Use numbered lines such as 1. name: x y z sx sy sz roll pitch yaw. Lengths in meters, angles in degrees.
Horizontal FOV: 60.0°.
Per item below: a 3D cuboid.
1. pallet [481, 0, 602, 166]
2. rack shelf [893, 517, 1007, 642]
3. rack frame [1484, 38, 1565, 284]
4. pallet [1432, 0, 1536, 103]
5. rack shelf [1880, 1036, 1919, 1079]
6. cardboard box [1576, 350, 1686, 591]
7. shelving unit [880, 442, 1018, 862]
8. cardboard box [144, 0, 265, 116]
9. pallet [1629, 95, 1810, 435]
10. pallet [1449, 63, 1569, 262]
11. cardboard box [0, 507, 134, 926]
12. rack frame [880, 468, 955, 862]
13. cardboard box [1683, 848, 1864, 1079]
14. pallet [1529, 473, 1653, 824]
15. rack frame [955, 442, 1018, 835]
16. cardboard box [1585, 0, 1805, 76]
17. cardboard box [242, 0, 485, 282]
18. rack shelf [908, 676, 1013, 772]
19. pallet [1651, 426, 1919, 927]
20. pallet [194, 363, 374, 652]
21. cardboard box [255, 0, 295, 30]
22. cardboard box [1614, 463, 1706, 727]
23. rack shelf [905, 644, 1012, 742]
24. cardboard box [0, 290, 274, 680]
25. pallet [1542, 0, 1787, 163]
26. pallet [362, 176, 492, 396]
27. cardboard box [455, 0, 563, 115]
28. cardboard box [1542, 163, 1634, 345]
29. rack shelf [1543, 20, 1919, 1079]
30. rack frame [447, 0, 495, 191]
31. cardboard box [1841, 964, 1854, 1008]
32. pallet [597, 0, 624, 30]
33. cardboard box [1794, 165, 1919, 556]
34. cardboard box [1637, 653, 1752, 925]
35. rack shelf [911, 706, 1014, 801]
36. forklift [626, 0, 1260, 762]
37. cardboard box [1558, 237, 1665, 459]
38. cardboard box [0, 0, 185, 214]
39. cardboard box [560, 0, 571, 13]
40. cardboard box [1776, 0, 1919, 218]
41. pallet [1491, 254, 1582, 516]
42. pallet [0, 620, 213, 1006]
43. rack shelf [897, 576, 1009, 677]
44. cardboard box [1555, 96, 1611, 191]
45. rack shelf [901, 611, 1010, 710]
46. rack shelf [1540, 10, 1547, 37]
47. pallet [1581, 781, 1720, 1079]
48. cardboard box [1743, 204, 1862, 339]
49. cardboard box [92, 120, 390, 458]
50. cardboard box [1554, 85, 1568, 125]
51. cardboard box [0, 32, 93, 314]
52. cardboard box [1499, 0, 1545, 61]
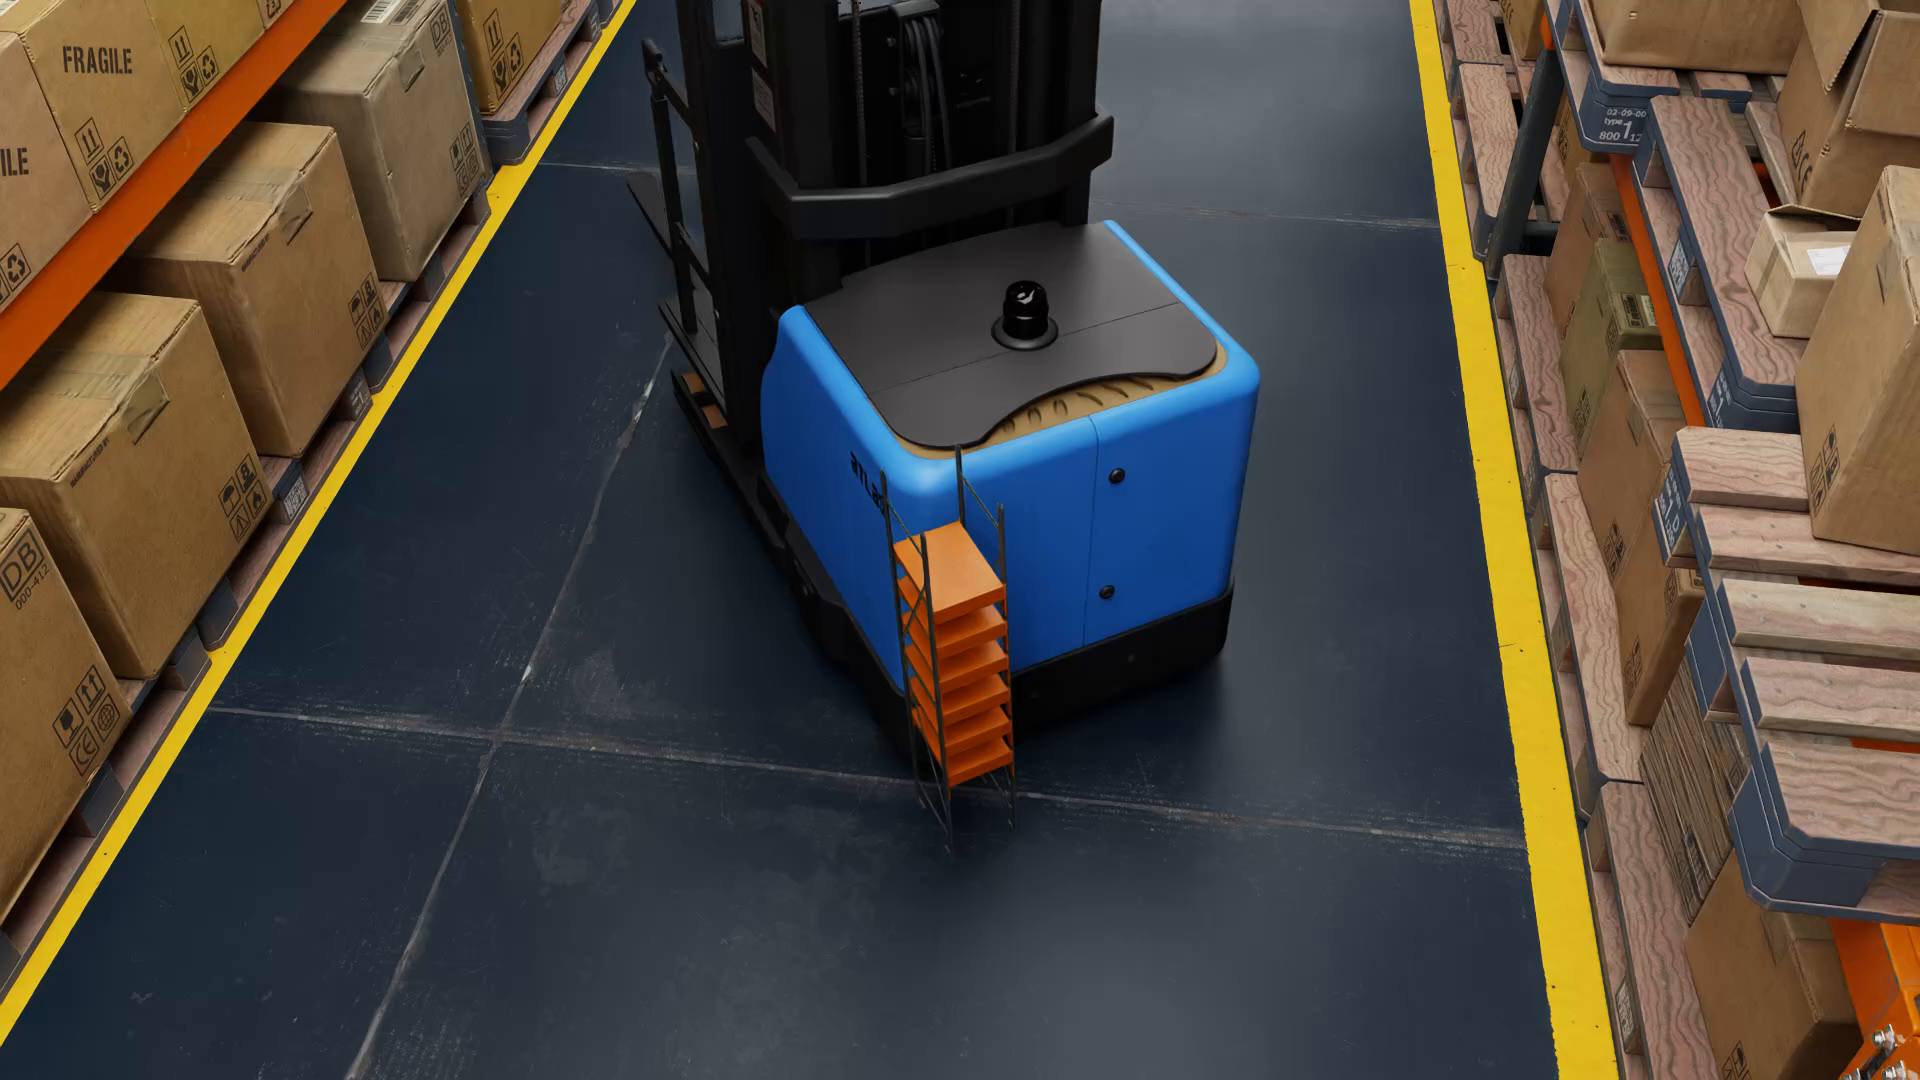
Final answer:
1. pallet: -2.232 -2.076 7.289 1.003 0.211 1.213 5 44 6
2. rack shelf: -0.028 0.089 3.819 0.180 0.103 0.258 -20 47 -15
3. rack frame: 2.493 -2.058 5.241 1.000 3.000 0.127 5 44 6
4. pallet: 2.705 -2.340 7.568 1.003 0.211 1.213 5 44 6
5. rack shelf: 1.699 2.293 1.170 1.077 0.370 4.000 5 44 6
6. cardboard box: 2.235 -0.188 4.765 0.700 0.500 0.500 2 43 2
7. shelving unit: -0.012 0.312 4.041 0.189 1.200 0.258 -20 47 -15
8. cardboard box: -2.348 -1.545 4.627 0.500 0.500 0.500 6 44 6
9. pallet: 2.185 -0.615 3.857 1.003 0.211 1.213 5 44 6
10. pallet: 2.546 -1.506 6.687 1.003 0.211 1.213 5 44 6
11. cardboard box: -2.770 0.406 3.970 1.050 0.750 0.750 5 44 5
12. rack frame: -0.095 0.342 4.016 0.006 1.200 0.240 -20 47 -15
13. cardboard box: 2.033 0.958 3.555 0.700 0.500 0.500 3 44 3
14. pallet: 2.232 0.320 4.759 1.003 0.211 1.213 5 44 6
15. rack frame: 0.071 0.282 4.065 0.006 1.200 0.240 -20 47 -15
16. cardboard box: 2.249 -1.899 4.332 1.000 1.000 1.000 6 44 6
17. cardboard box: -2.403 -1.482 5.964 1.050 0.750 0.750 5 44 5
18. rack shelf: -0.004 0.429 4.157 0.180 0.103 0.258 -20 47 -15
19. pallet: 1.952 0.243 2.951 1.213 0.211 1.003 5 44 6
20. pallet: -2.597 -0.198 5.306 1.003 0.211 1.213 5 44 6
21. cardboard box: -2.281 -1.889 4.991 0.500 0.500 0.500 5 44 5
22. cardboard box: 2.161 0.192 4.364 0.700 0.500 0.500 9 44 9
23. rack shelf: -0.010 0.344 4.072 0.180 0.103 0.258 -20 47 -15
24. cardboard box: -2.657 -0.190 4.600 1.050 0.750 0.750 6 44 6
25. pallet: 2.247 -1.480 4.771 1.003 0.211 1.213 5 44 6
26. pallet: -2.438 -1.032 6.186 1.003 0.211 1.213 5 44 6
27. cardboard box: -2.258 -2.381 6.822 0.875 0.875 0.875 6 44 6
28. cardboard box: 2.390 -0.893 5.510 0.700 0.500 0.500 2 43 2
29. rack shelf: 2.228 -0.433 4.049 1.077 0.370 4.000 5 44 6
30. rack frame: -2.410 -2.577 5.790 1.000 3.000 0.127 5 44 6
31. cardboard box: 2.023 0.685 3.298 0.500 0.250 0.500 7 44 7
32. pallet: -2.074 -2.910 8.169 1.003 0.211 1.213 5 44 6
33. cardboard box: 1.970 -0.281 2.987 0.700 0.500 0.500 11 45 12
34. cardboard box: 2.093 0.579 3.955 0.700 0.500 0.500 2 43 2
35. rack shelf: 0.002 0.514 4.241 0.180 0.103 0.258 -20 47 -15
36. forklift: -0.324 -1.479 4.680 1.130 2.935 3.031 -18 46 -19
37. cardboard box: 2.308 -0.570 5.168 0.700 0.500 0.500 5 44 5
38. cardboard box: -2.413 -1.199 4.262 0.500 0.500 0.500 5 44 5
39. cardboard box: -2.143 -2.995 7.472 0.875 0.875 0.875 6 44 6
40. cardboard box: 2.355 -1.058 3.805 0.797 0.503 0.637 9 44 10
41. pallet: 2.391 -0.514 5.640 1.003 0.211 1.213 5 44 6
42. pallet: -2.760 0.631 4.430 1.003 0.211 1.213 5 44 6
43. rack shelf: -0.022 0.174 3.903 0.180 0.103 0.258 -20 47 -15
44. cardboard box: 2.585 -1.571 6.241 0.500 0.500 0.500 4 44 4
45. rack shelf: -0.016 0.259 3.988 0.180 0.103 0.258 -20 47 -15
46. rack shelf: 2.757 -3.159 6.928 1.077 0.370 4.000 5 44 6
47. pallet: 2.069 1.149 3.883 1.003 0.211 1.213 5 44 6
48. cardboard box: 1.917 -0.596 3.490 0.396 0.266 0.258 4 44 4
49. cardboard box: -2.535 -0.825 5.270 1.050 0.750 0.750 5 44 6
50. cardboard box: 2.653 -1.962 6.653 0.500 0.500 0.500 19 46 19
51. cardboard box: -2.481 -0.859 3.903 0.500 0.500 0.500 5 44 5
52. cardboard box: 2.658 -2.393 7.108 0.500 0.500 0.500 2 43 2
